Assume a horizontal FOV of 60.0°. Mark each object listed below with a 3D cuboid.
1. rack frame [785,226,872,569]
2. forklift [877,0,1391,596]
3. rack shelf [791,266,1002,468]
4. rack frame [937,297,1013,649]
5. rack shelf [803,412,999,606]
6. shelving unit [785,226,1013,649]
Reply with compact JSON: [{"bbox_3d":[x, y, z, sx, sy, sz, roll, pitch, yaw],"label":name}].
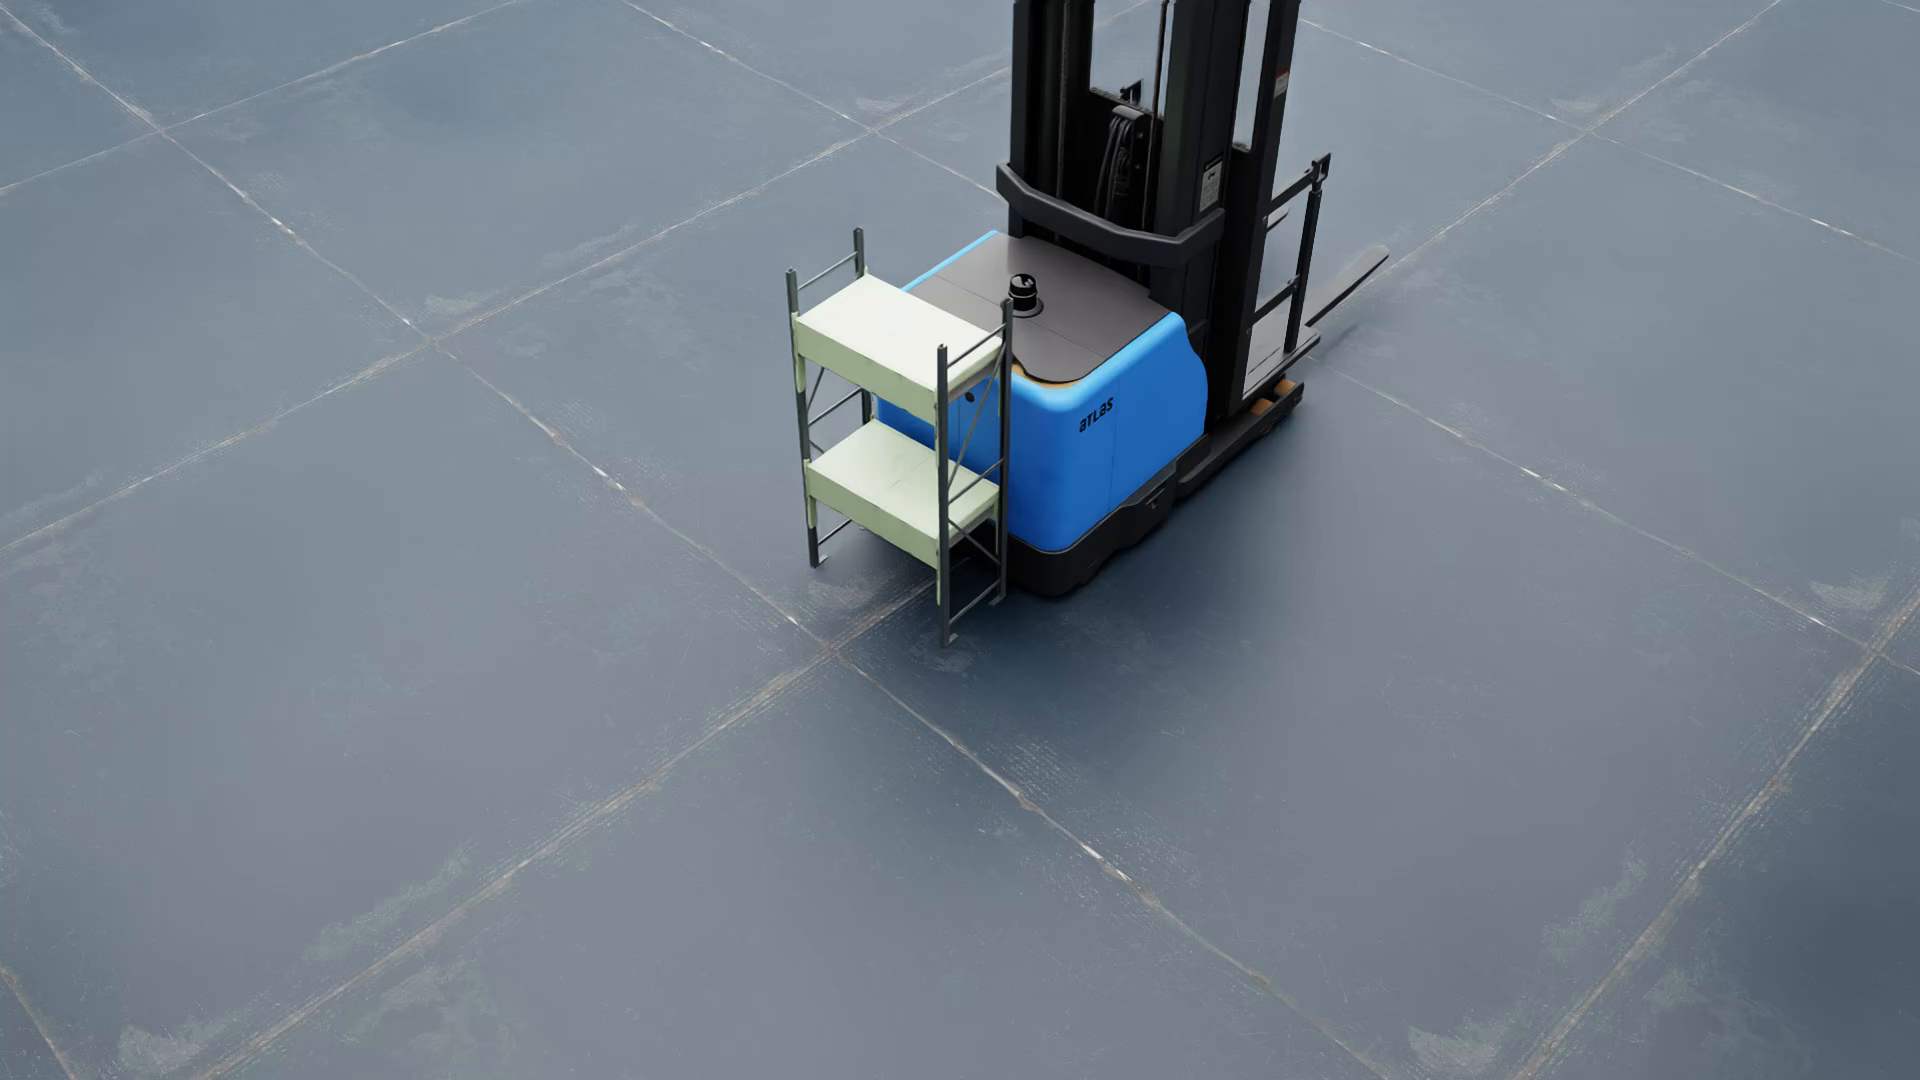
[{"bbox_3d":[-0.505,-0.536,6.725,0.023,1.500,0.400,30,50,28],"label":"rack frame"},{"bbox_3d":[0.974,-1.773,7.009,1.130,2.935,3.031,30,51,29],"label":"forklift"},{"bbox_3d":[-0.225,-0.663,6.287,0.720,0.370,0.431,30,50,28],"label":"rack shelf"},{"bbox_3d":[0.055,-0.217,6.380,0.023,1.500,0.400,30,50,28],"label":"rack frame"},{"bbox_3d":[-0.225,-0.137,6.774,0.720,0.370,0.431,30,50,28],"label":"rack shelf"},{"bbox_3d":[-0.225,-0.376,6.552,0.755,1.500,0.431,30,50,28],"label":"shelving unit"}]
